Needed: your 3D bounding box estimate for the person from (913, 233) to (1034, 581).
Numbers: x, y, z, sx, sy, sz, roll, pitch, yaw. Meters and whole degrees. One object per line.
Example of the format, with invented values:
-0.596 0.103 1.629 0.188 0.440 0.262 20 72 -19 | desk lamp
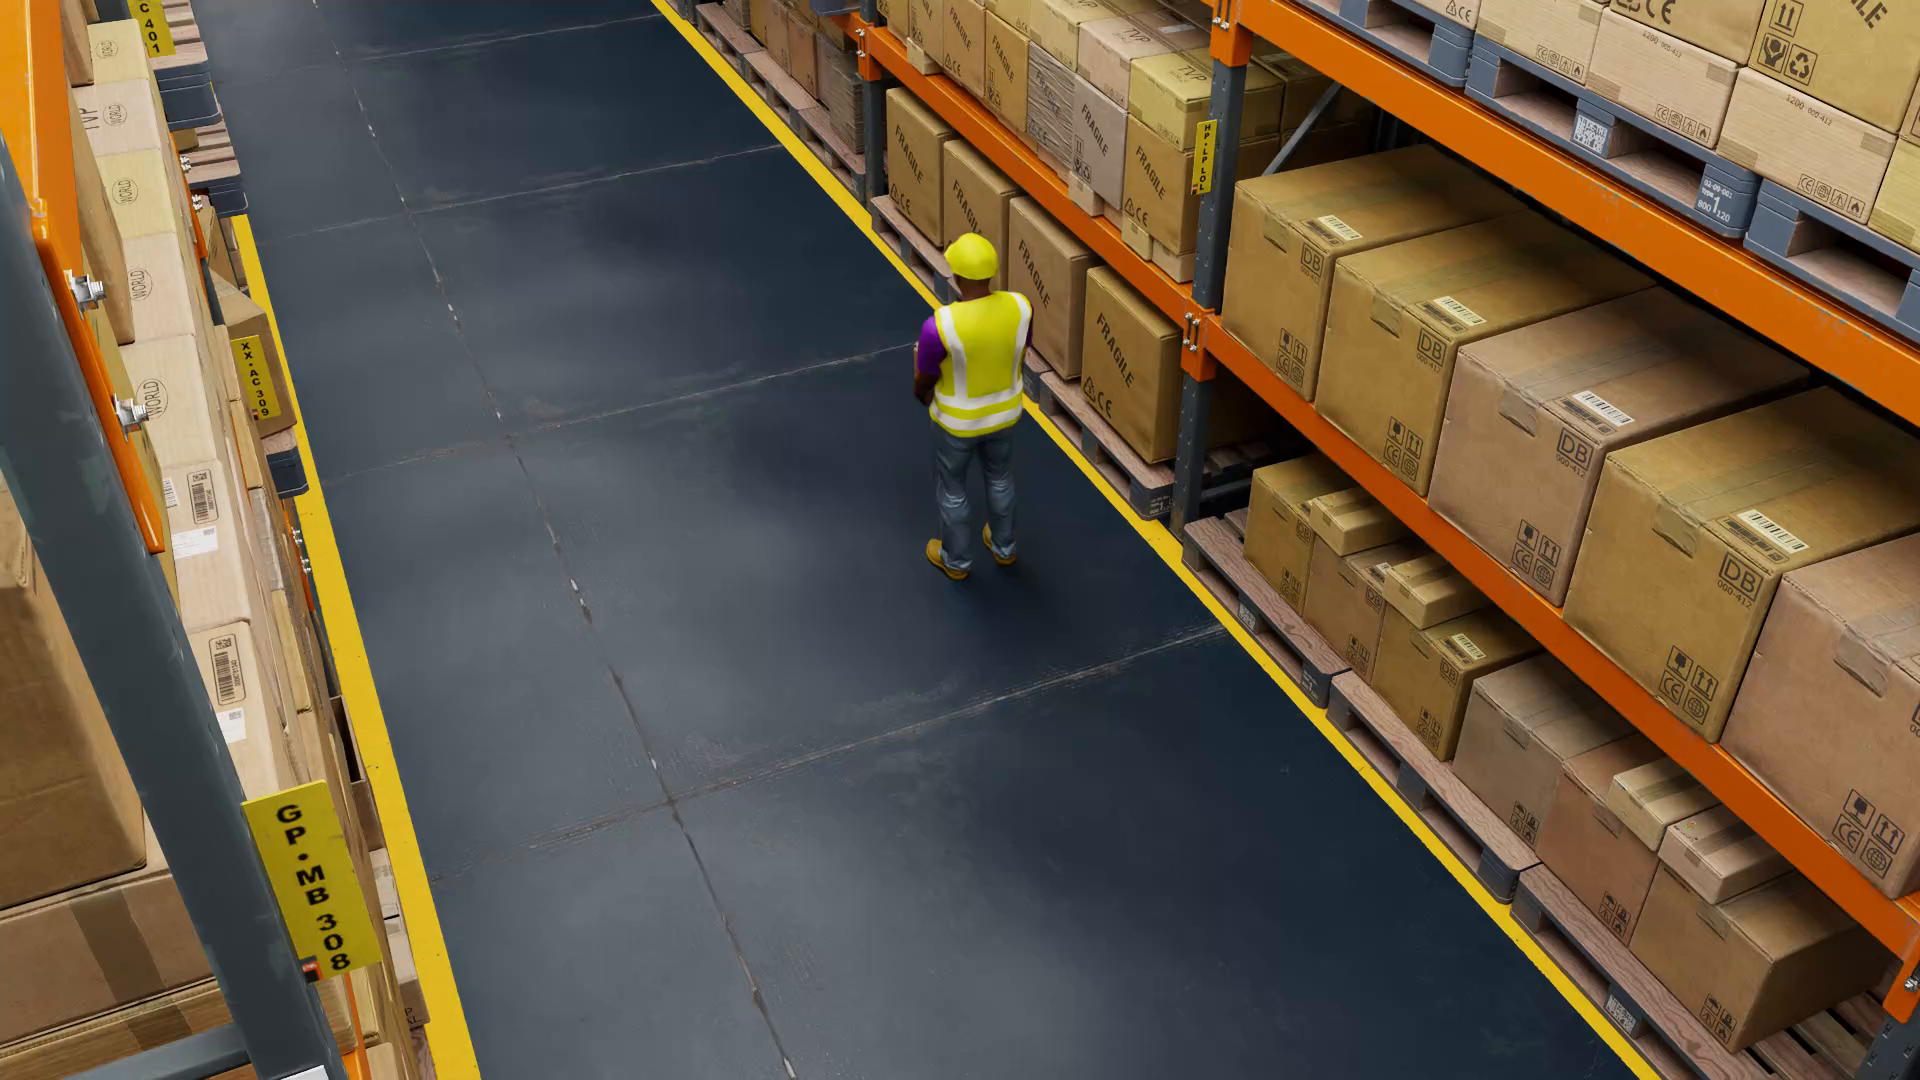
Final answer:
0.035 -0.625 7.662 0.558 1.769 0.520 -16 40 -20 | person
